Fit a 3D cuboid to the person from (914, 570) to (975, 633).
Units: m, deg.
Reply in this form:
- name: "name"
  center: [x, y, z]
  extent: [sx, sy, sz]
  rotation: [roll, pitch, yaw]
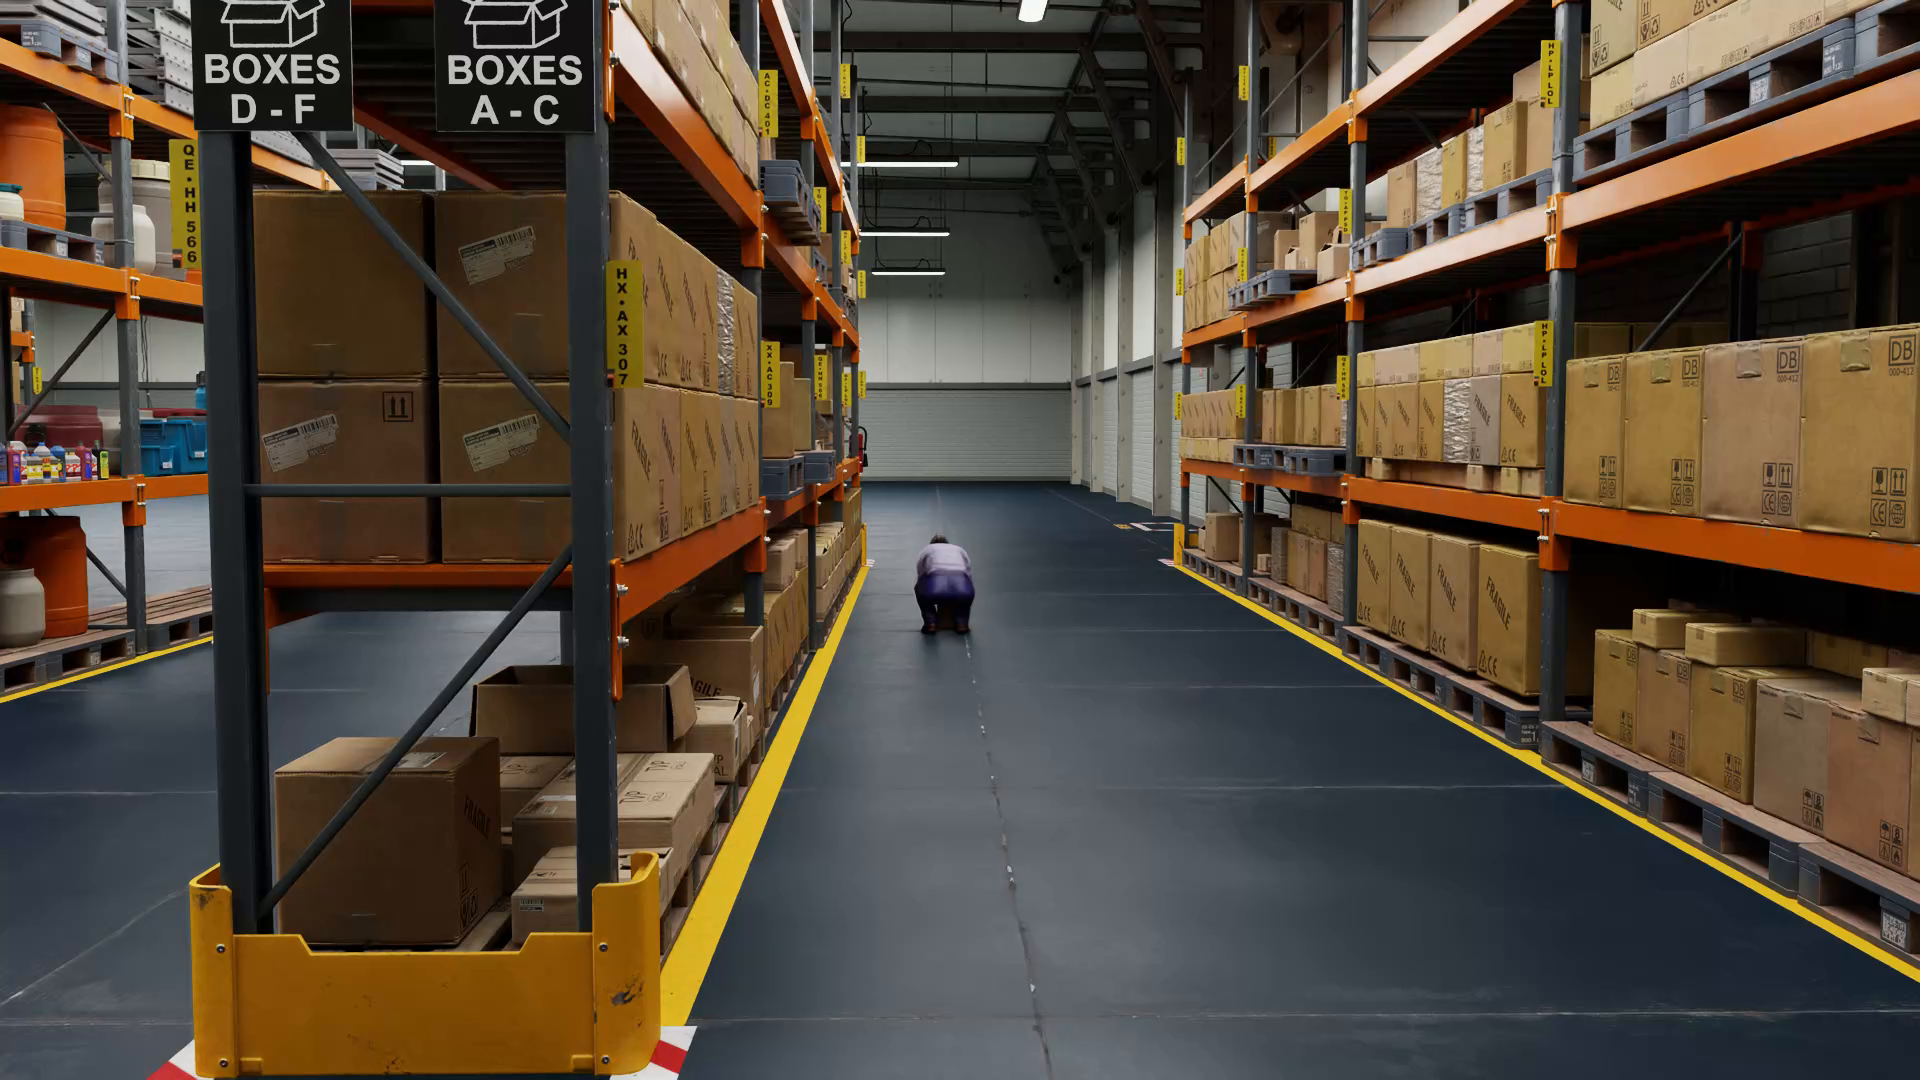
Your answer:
- name: "person"
  center: [-0.112, 0.494, 13.643]
  extent: [0.488, 0.536, 0.493]
  rotation: [0, 4, -2]
